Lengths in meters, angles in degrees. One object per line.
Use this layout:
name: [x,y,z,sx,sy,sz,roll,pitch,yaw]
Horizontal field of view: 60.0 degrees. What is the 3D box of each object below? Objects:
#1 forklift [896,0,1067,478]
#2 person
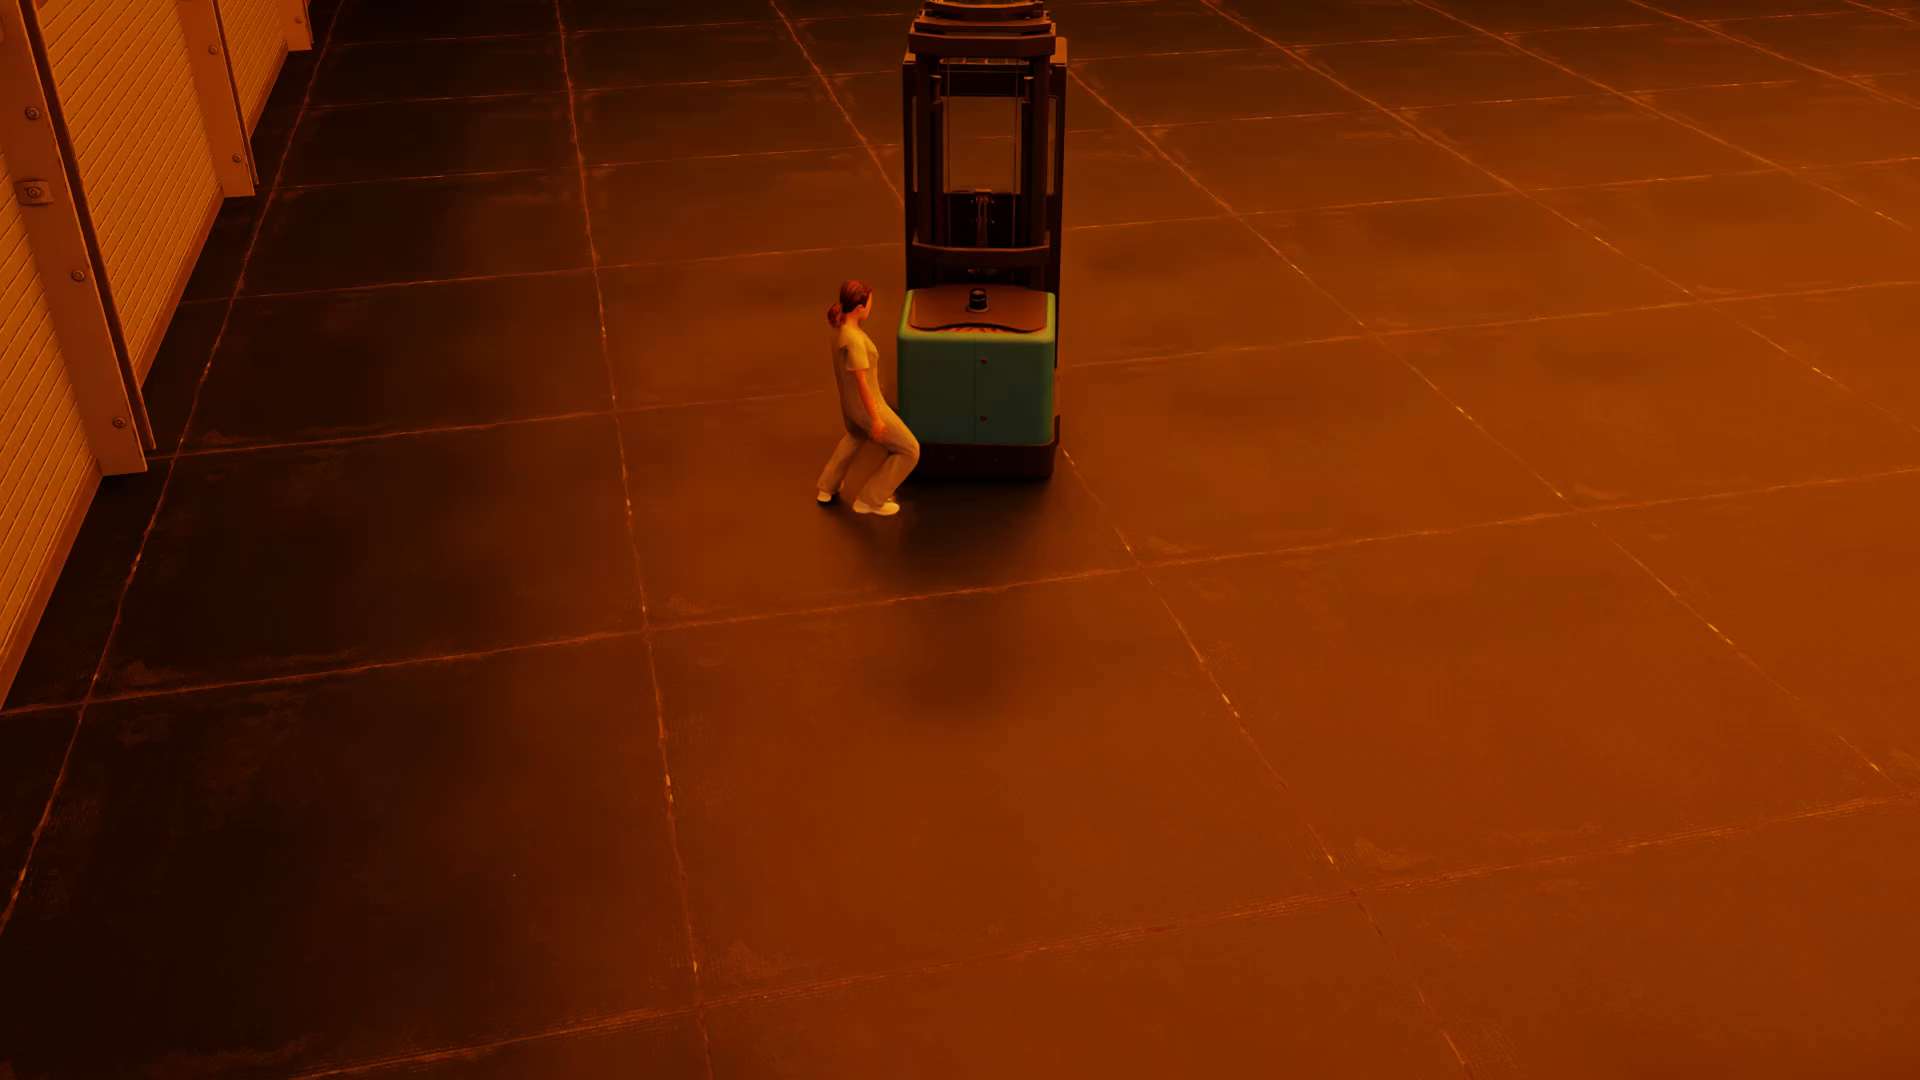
forklift: [0.176,-2.390,11.702,1.130,2.935,3.031,2,30,3]
person: [-0.607,-0.882,10.485,0.587,1.573,0.824,-9,31,-15]
